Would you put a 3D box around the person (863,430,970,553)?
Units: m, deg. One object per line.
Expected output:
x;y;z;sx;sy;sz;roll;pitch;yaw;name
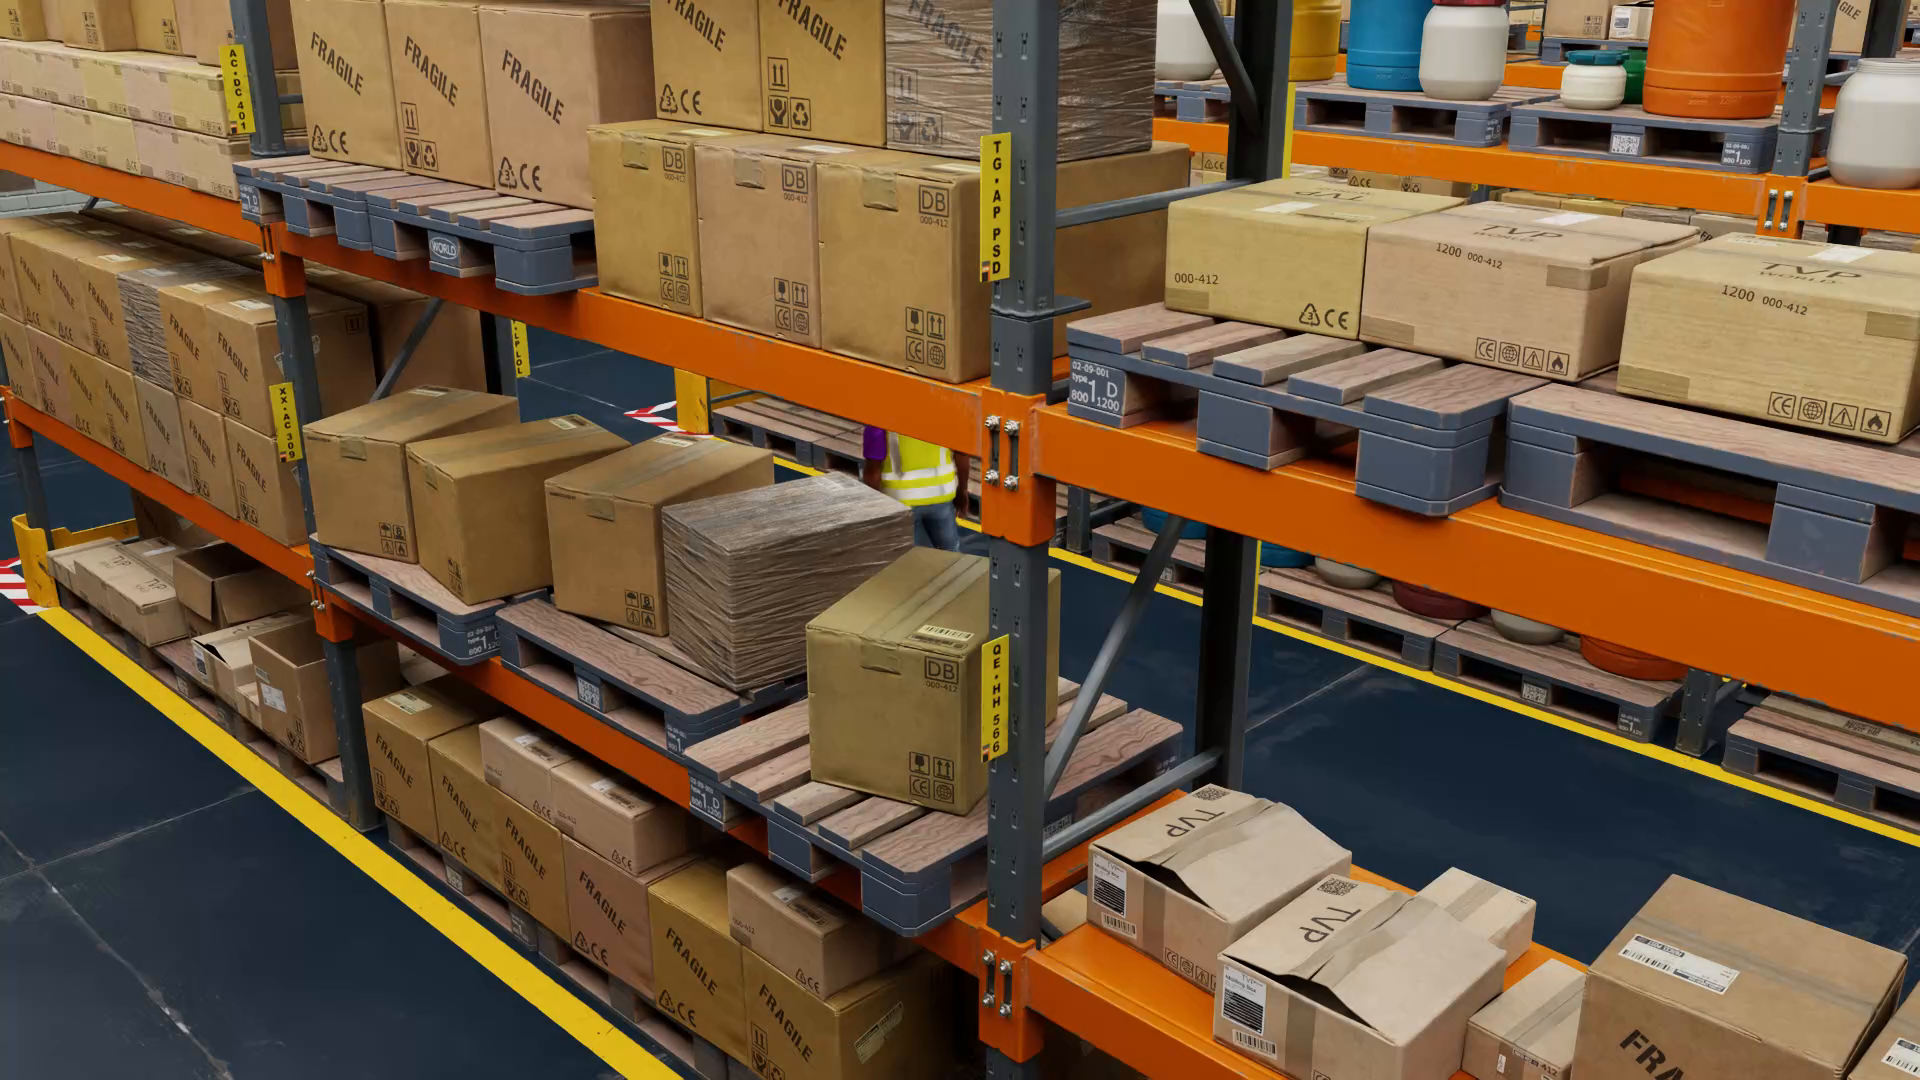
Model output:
5.316;-7.322;17.821;17.705;9.000;17.581;-6;21;-17;person
